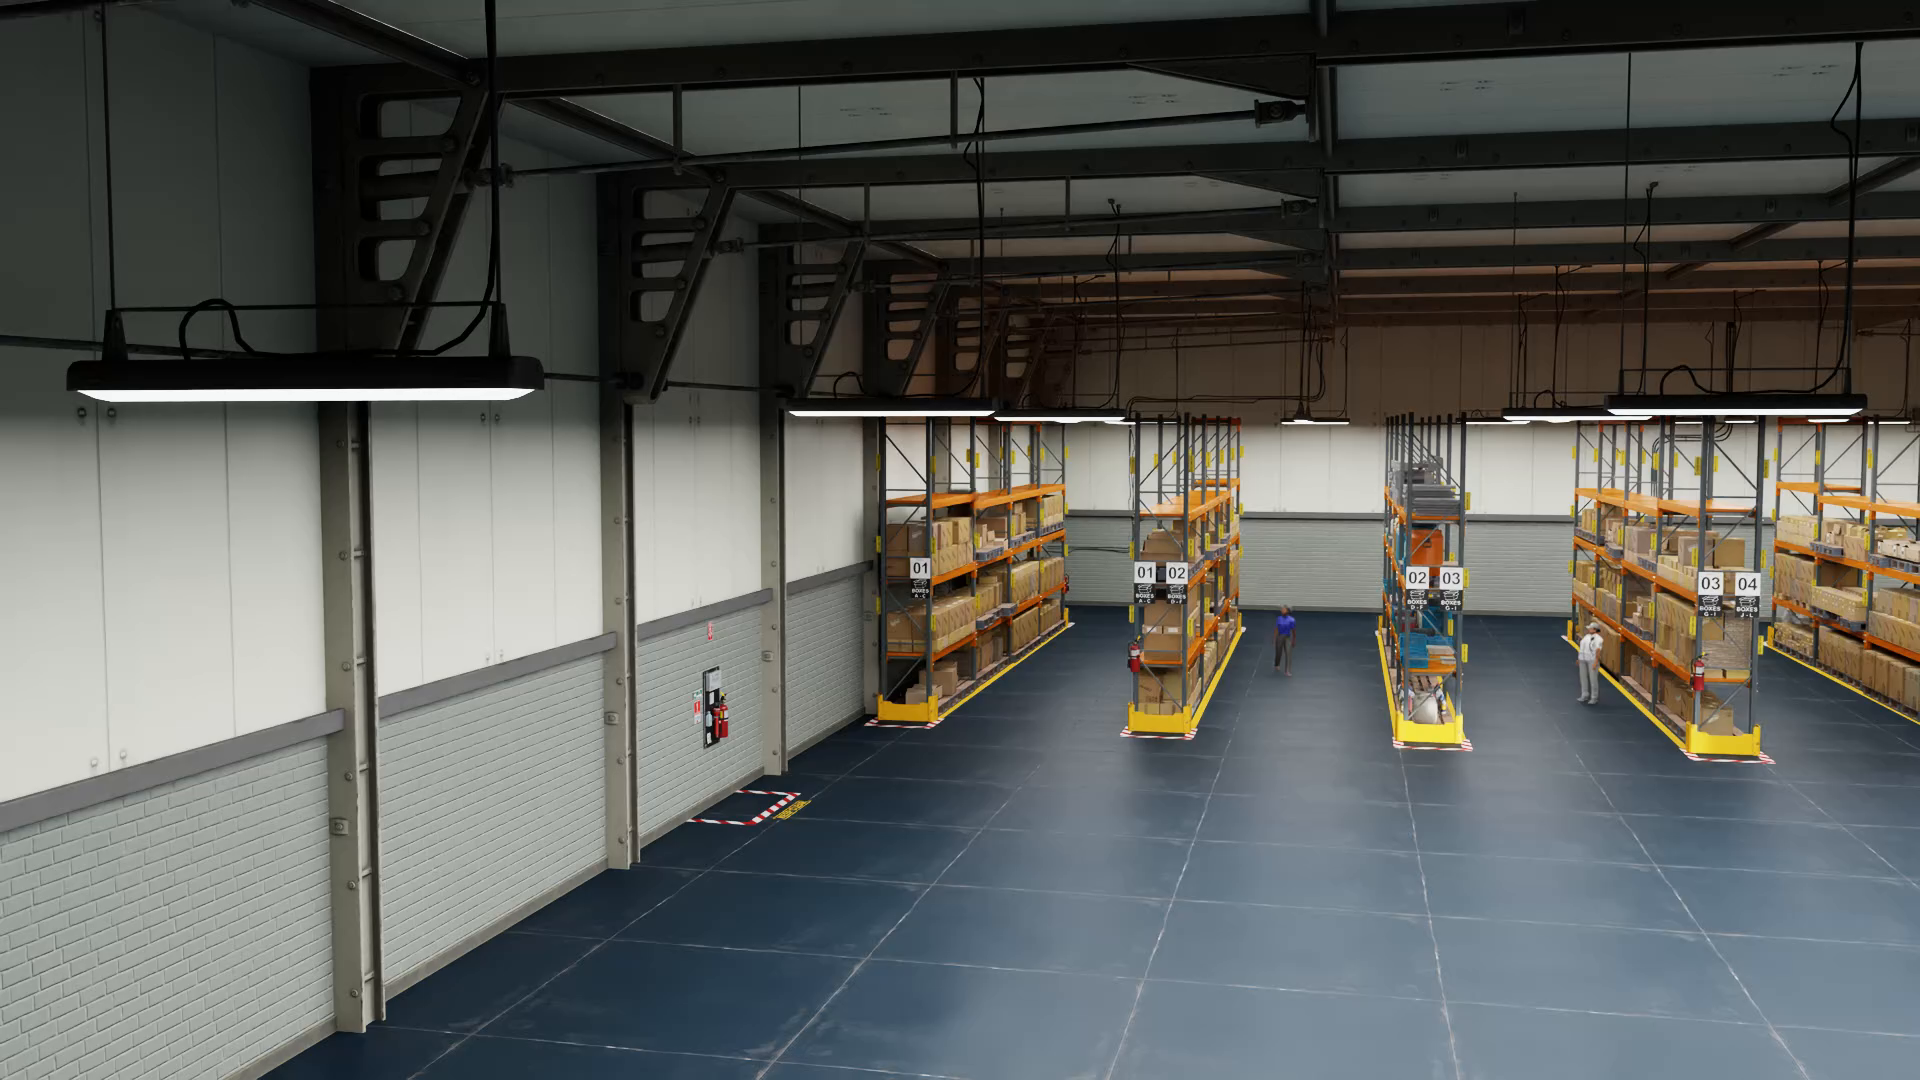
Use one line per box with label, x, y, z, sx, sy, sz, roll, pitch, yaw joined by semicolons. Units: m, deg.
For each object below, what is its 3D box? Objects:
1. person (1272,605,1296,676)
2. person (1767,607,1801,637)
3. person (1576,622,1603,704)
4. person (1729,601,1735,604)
person;7.490;2.317;38.512;0.550;1.593;0.939;0;4;2
person;22.253;1.802;44.638;1.002;1.732;0.631;2;4;27
person;13.117;2.557;34.705;0.446;1.682;0.533;-3;5;-37
person;21.626;1.728;46.103;0.584;1.727;1.015;2;5;32
